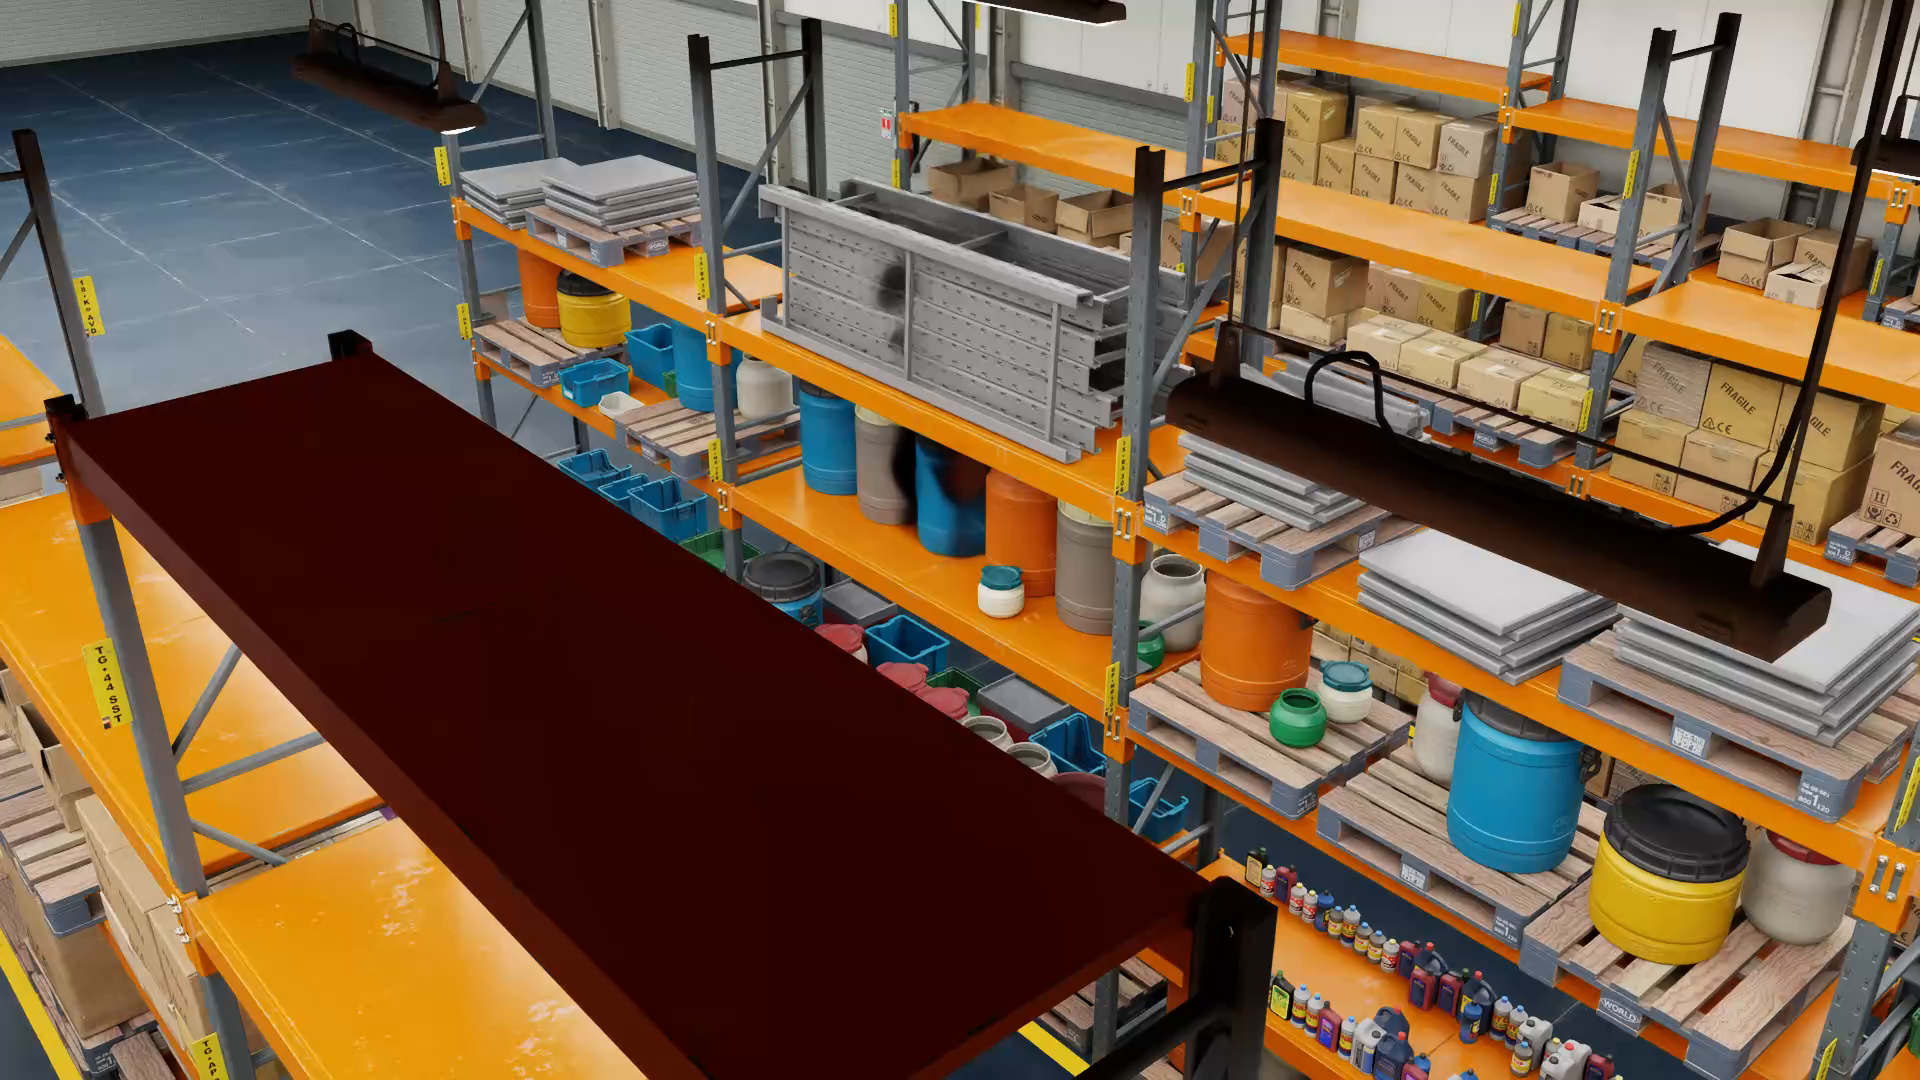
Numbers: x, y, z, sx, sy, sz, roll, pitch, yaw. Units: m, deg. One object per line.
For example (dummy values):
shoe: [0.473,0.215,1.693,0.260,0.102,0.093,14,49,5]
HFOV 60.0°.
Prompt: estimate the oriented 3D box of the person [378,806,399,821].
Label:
person: [-3.923,1.896,11.496,0.486,1.564,0.536,19,33,33]
